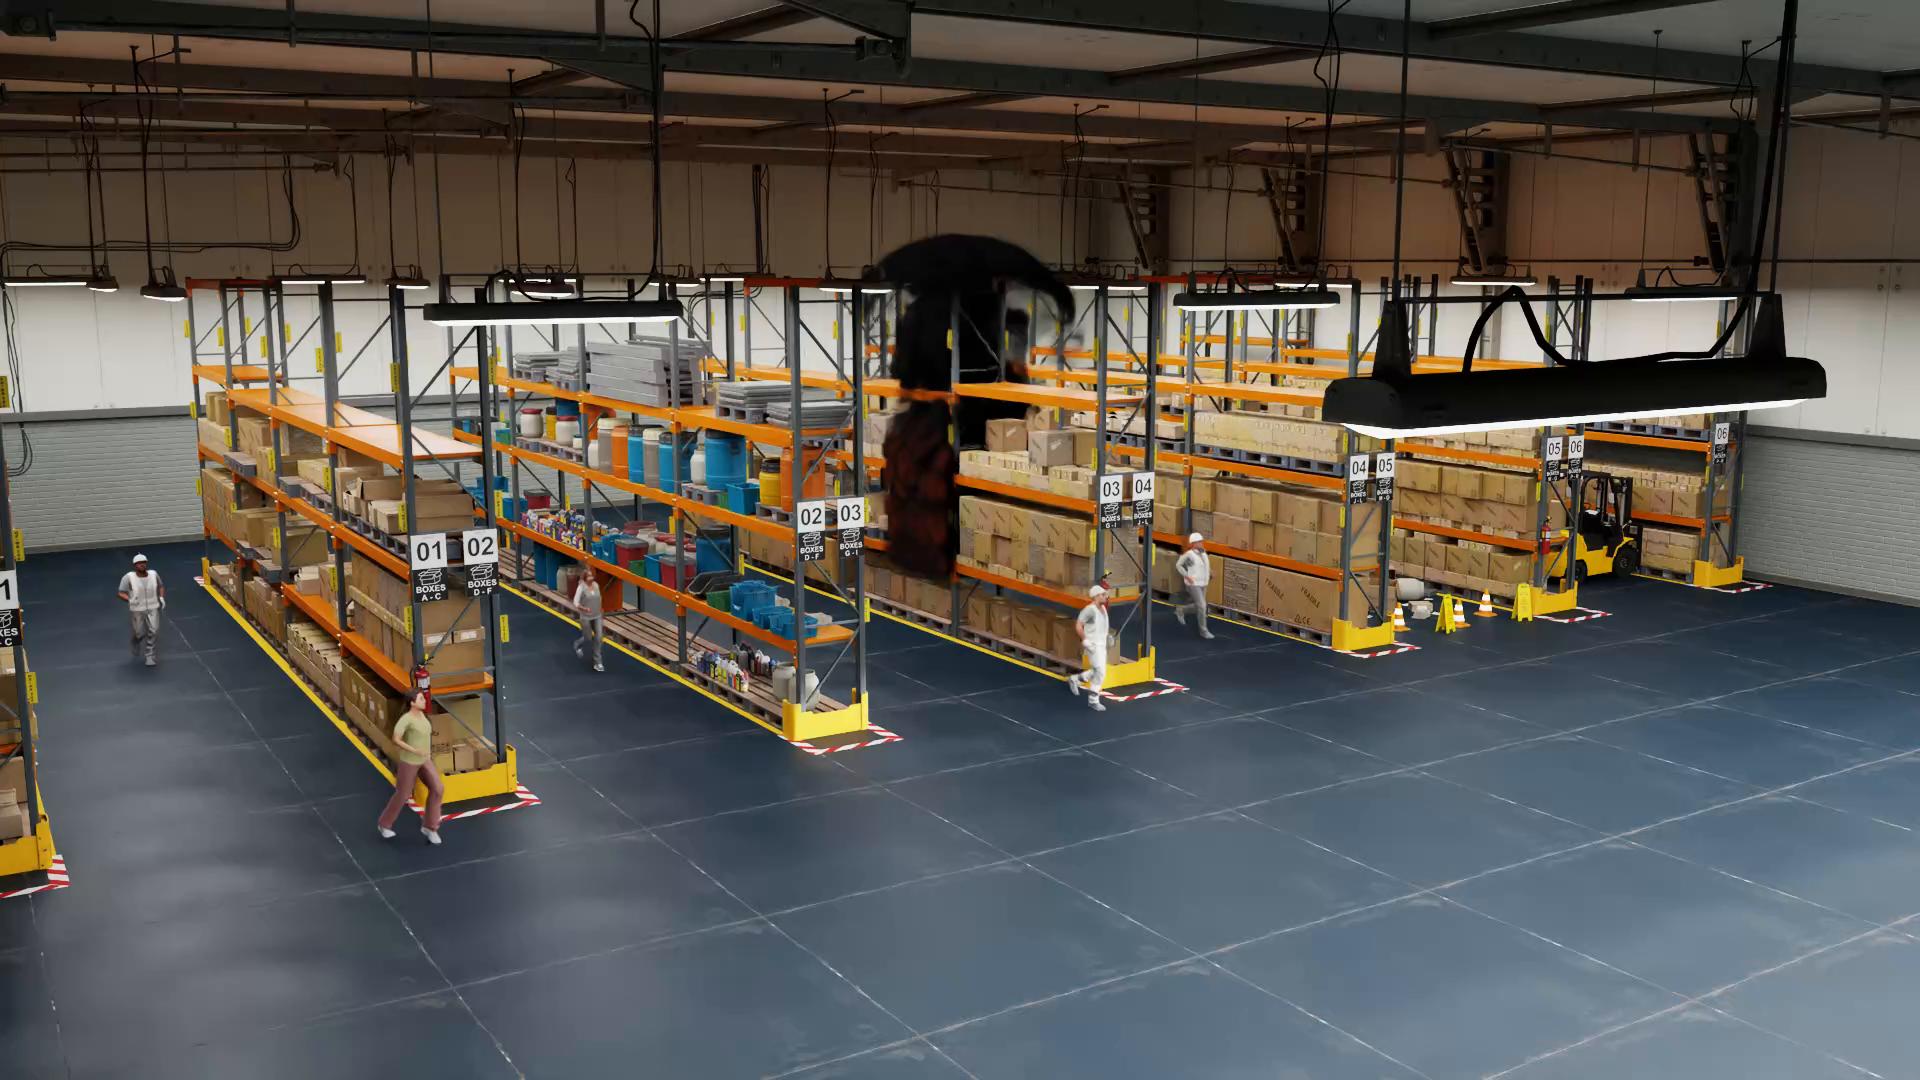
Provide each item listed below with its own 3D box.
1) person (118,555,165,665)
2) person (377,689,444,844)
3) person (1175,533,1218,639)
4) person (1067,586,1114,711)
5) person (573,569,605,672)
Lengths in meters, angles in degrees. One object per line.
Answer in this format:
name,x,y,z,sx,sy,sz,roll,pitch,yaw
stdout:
person,-12.908,1.088,26.287,0.687,1.743,0.704,-8,13,-40
person,-6.015,2.475,18.360,0.772,1.687,0.647,4,10,20
person,3.993,0.758,28.275,0.894,1.773,0.662,9,13,43
person,1.871,1.474,23.872,0.666,1.657,0.702,6,11,33
person,-5.784,1.227,25.957,0.539,1.591,0.831,-8,12,-39
